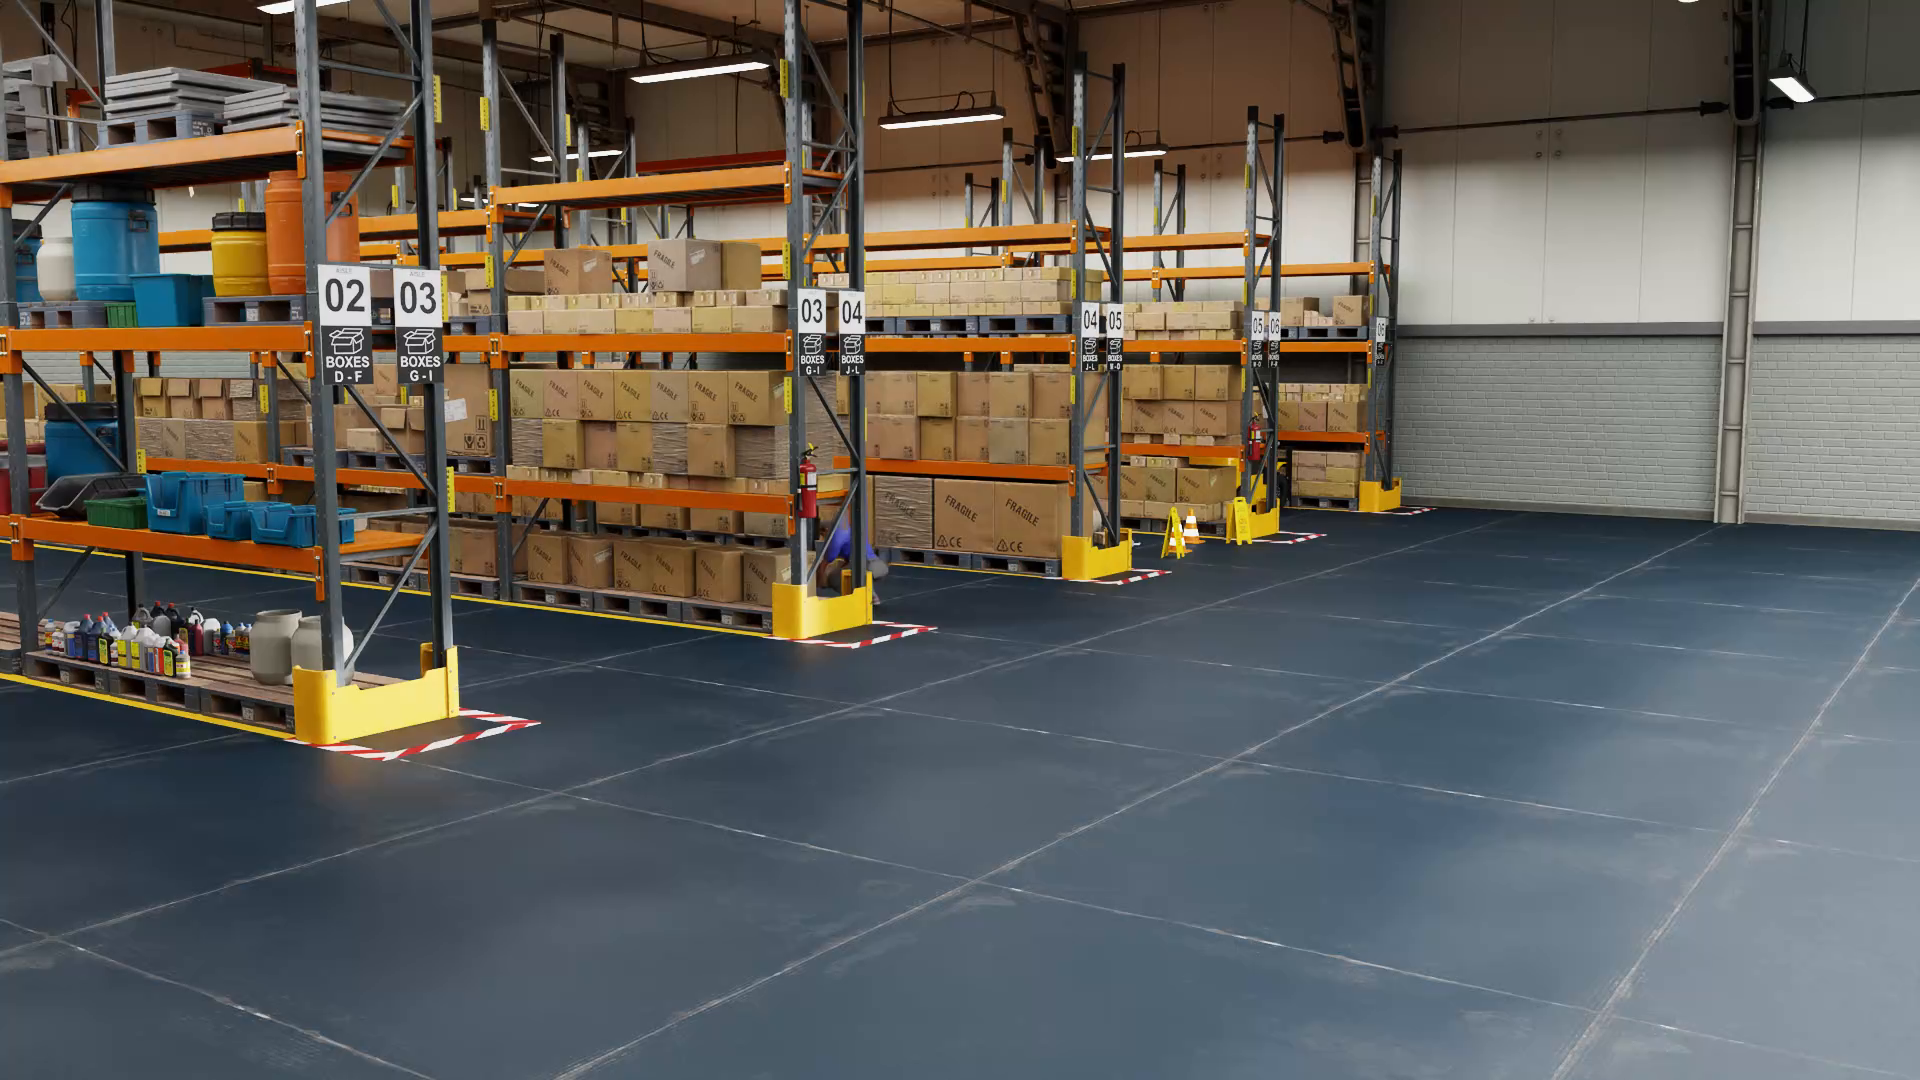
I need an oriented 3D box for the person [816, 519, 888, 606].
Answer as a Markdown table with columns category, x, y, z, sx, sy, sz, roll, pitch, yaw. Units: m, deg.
| category | x | y | z | sx | sy | sz | roll | pitch | yaw |
| --- | --- | --- | --- | --- | --- | --- | --- | --- | --- |
| person | -1.163 | 0.239 | 17.281 | 0.821 | 0.917 | 0.518 | 3 | 7 | 25 |
